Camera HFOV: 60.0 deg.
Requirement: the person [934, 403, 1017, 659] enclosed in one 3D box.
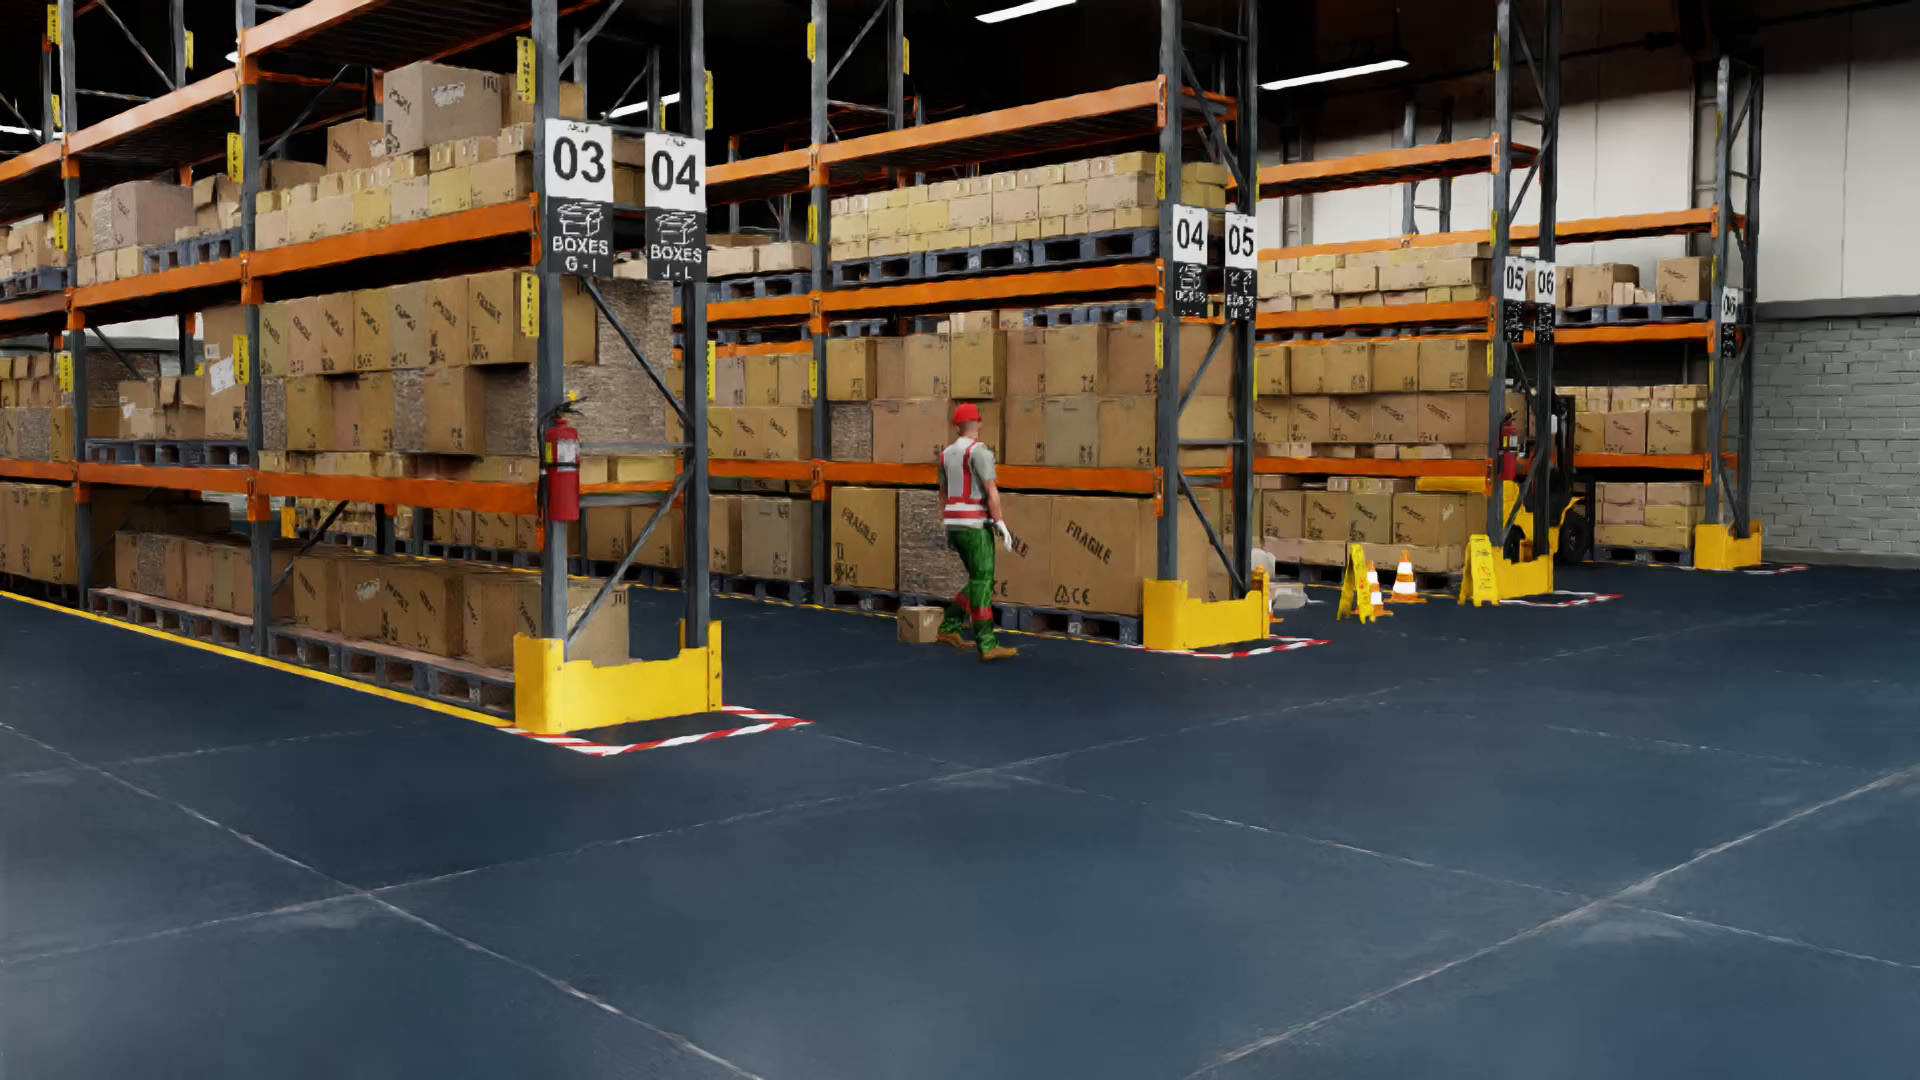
[{"bbox_3d":[0.101,-0.075,11.635,0.441,1.770,0.639,-2,4,-29],"label":"person"}]
